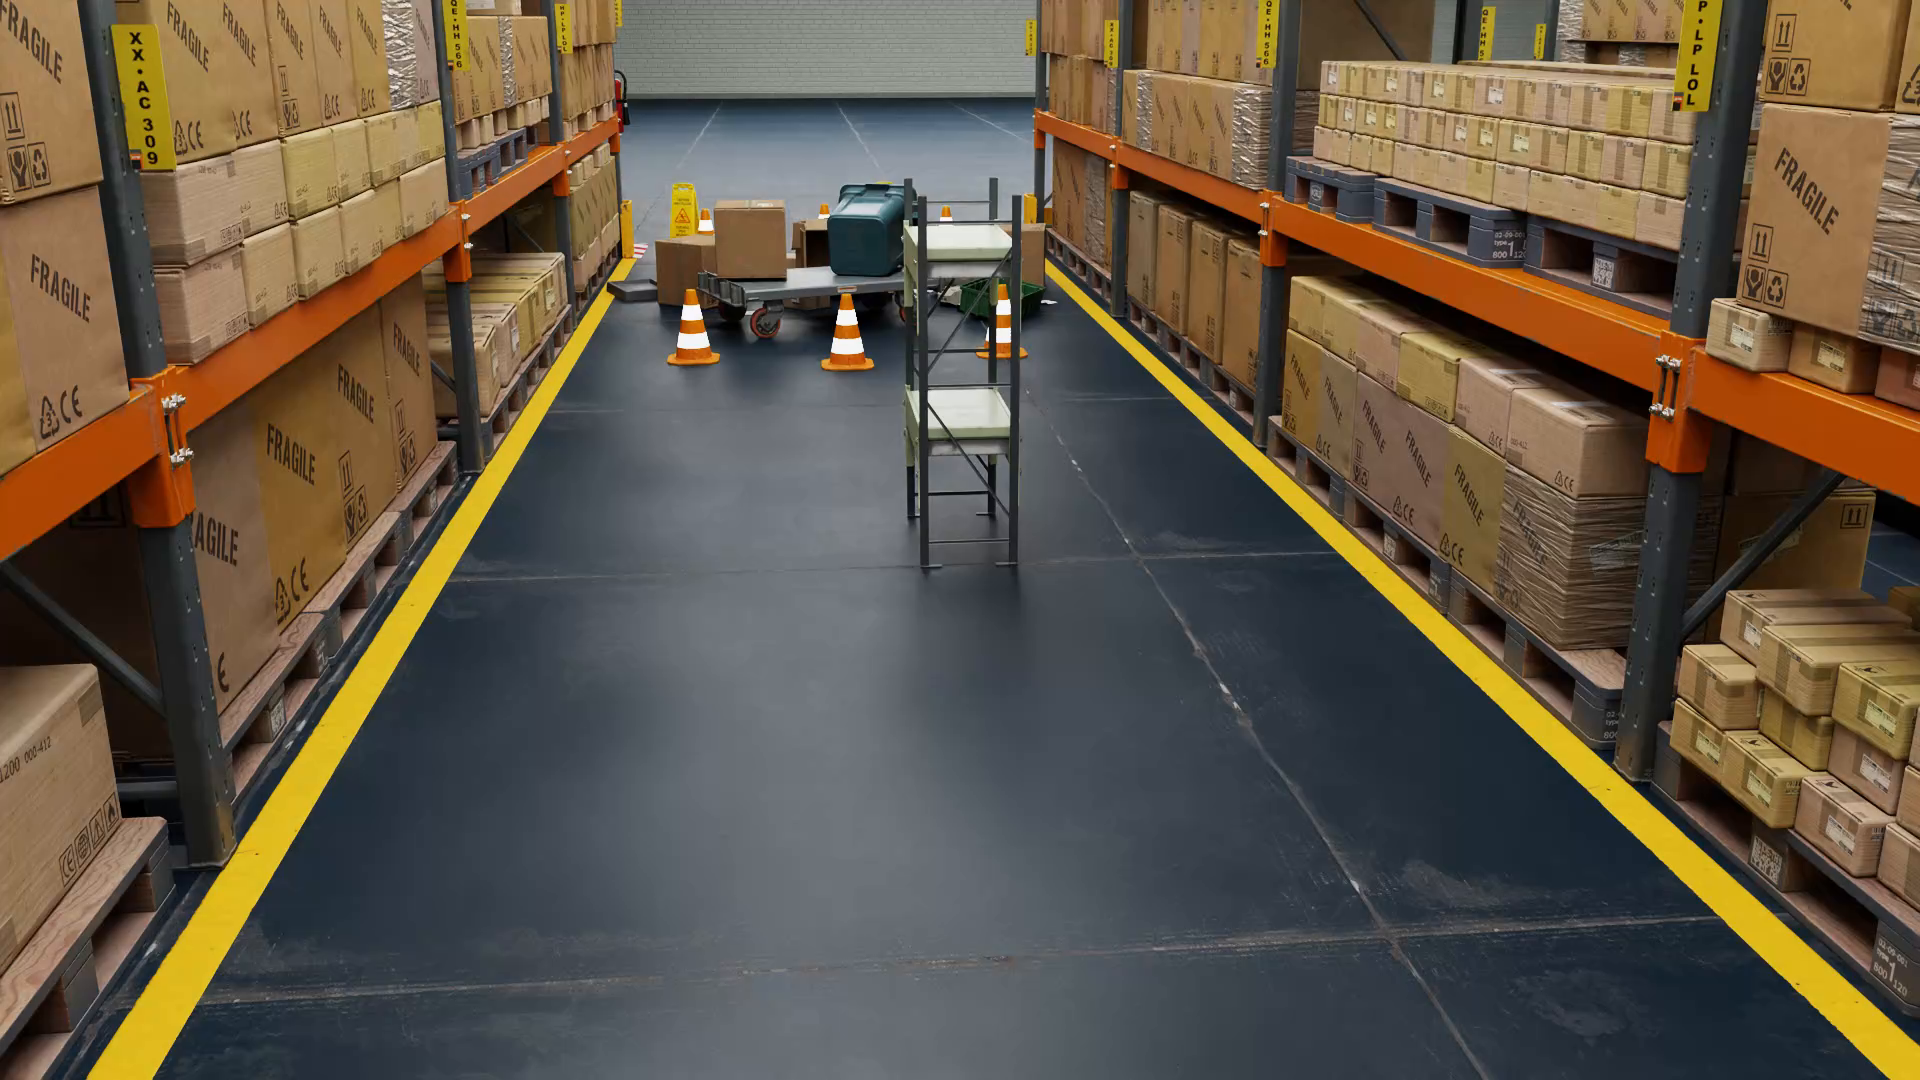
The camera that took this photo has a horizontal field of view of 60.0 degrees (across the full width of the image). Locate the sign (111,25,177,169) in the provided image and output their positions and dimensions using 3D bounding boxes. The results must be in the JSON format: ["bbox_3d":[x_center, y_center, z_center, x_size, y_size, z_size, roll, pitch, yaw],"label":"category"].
[{"bbox_3d":[-1.898,-1.029,3.870,0.100,0.325,0.005,-2,18,-6],"label":"sign"}]

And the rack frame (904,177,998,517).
[{"bbox_3d":[-0.038,-0.827,7.306,0.400,1.500,0.023,-2,18,-6],"label":"rack frame"}]

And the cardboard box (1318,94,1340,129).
[{"bbox_3d":[1.901,-2.008,7.787,0.380,0.149,0.250,-1,17,-3],"label":"cardboard box"}]

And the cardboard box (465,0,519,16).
[{"bbox_3d":[-2.867,-3.227,10.002,0.380,0.149,0.250,-3,18,-8],"label":"cardboard box"}]

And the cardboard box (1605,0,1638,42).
[{"bbox_3d":[6.053,-4.639,14.611,0.500,0.500,0.500,-2,18,-6],"label":"cardboard box"}]

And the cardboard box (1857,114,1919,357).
[{"bbox_3d":[2.322,-0.631,3.516,0.500,0.500,0.500,-2,18,-6],"label":"cardboard box"}]

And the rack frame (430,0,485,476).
[{"bbox_3d":[-2.863,-1.753,7.752,1.000,3.000,0.127,-2,18,-6],"label":"rack frame"}]

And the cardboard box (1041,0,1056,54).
[{"bbox_3d":[1.225,-4.794,15.387,0.875,0.550,0.550,-2,18,-6],"label":"cardboard box"}]

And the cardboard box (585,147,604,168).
[{"bbox_3d":[-3.193,-3.200,13.918,0.380,0.149,0.250,-1,17,-3],"label":"cardboard box"}]

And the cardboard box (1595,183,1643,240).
[{"bbox_3d":[2.198,-1.014,5.118,0.380,0.149,0.250,-2,18,-5],"label":"cardboard box"}]

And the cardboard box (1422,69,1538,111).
[{"bbox_3d":[2.043,-1.765,6.516,0.380,0.149,0.250,-1,17,-4],"label":"cardboard box"}]

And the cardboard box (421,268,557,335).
[{"bbox_3d":[-3.141,-1.521,10.699,0.950,0.372,0.625,-1,17,-2],"label":"cardboard box"}]

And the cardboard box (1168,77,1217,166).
[{"bbox_3d":[1.578,-2.559,10.155,0.500,0.500,0.500,-2,17,-5],"label":"cardboard box"}]

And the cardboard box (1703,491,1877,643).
[{"bbox_3d":[2.651,0.020,5.578,0.500,0.500,0.500,-1,17,-3],"label":"cardboard box"}]

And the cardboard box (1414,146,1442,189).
[{"bbox_3d":[2.035,-1.482,6.607,0.380,0.149,0.250,-2,17,-5],"label":"cardboard box"}]

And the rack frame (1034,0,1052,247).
[{"bbox_3d":[1.225,-4.319,15.927,1.000,3.000,0.127,-2,18,-6],"label":"rack frame"}]

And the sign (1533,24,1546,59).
[{"bbox_3d":[5.630,-4.839,16.136,0.100,0.325,0.005,-2,18,-6],"label":"sign"}]

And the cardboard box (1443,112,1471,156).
[{"bbox_3d":[2.067,-1.544,6.309,0.380,0.149,0.250,-1,17,-4],"label":"cardboard box"}]

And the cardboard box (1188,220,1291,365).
[{"bbox_3d":[1.984,-1.507,10.025,1.050,0.750,0.750,-2,17,-5],"label":"cardboard box"}]

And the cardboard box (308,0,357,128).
[{"bbox_3d":[-2.398,-1.680,5.683,0.500,0.500,0.500,-2,18,-7],"label":"cardboard box"}]

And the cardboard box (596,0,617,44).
[{"bbox_3d":[-3.218,-4.358,13.716,0.700,0.500,0.500,-2,18,-6],"label":"cardboard box"}]

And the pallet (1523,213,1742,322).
[{"bbox_3d":[2.529,-0.885,5.307,1.003,0.211,1.213,-2,18,-6],"label":"pallet"}]

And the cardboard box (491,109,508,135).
[{"bbox_3d":[-2.830,-2.419,9.592,0.380,0.149,0.250,-1,17,-4],"label":"cardboard box"}]

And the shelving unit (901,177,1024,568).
[{"bbox_3d":[-0.001,-0.718,6.959,0.431,1.500,0.755,-2,18,-6],"label":"shelving unit"}]

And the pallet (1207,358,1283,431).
[{"bbox_3d":[2.044,-0.842,9.508,1.003,0.211,1.213,-2,18,-6],"label":"pallet"}]

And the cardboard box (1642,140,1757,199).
[{"bbox_3d":[2.226,-1.079,4.827,0.380,0.149,0.250,-1,17,-4],"label":"cardboard box"}]

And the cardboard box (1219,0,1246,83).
[{"bbox_3d":[1.905,-2.898,9.564,0.700,0.500,0.500,-2,18,-6],"label":"cardboard box"}]

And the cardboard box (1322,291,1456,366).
[{"bbox_3d":[1.933,-0.937,7.375,0.500,0.250,0.500,-2,18,-6],"label":"cardboard box"}]

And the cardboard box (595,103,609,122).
[{"bbox_3d":[-3.238,-3.687,14.331,0.380,0.149,0.250,-1,17,-5],"label":"cardboard box"}]

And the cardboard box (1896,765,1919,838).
[{"bbox_3d":[2.383,0.616,3.767,0.380,0.149,0.250,-3,18,-8],"label":"cardboard box"}]

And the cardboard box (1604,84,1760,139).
[{"bbox_3d":[2.199,-1.302,5.041,0.380,0.149,0.250,-2,18,-7],"label":"cardboard box"}]

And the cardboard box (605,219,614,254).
[{"bbox_3d":[-3.291,-2.638,14.460,0.500,0.250,0.500,-2,18,-5],"label":"cardboard box"}]

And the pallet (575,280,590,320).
[{"bbox_3d":[-3.380,-1.813,12.599,1.003,0.211,1.213,-2,18,-6],"label":"pallet"}]

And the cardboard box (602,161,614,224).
[{"bbox_3d":[-3.289,-2.996,14.351,0.500,0.500,0.500,-1,17,-4],"label":"cardboard box"}]

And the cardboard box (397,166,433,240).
[{"bbox_3d":[-2.484,-1.387,6.837,0.500,0.250,0.500,-1,17,-5],"label":"cardboard box"}]

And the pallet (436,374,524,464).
[{"bbox_3d":[-2.942,-0.655,8.911,1.003,0.211,1.213,-2,18,-6],"label":"pallet"}]

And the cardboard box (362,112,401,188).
[{"bbox_3d":[-2.430,-1.479,6.295,0.500,0.250,0.500,-2,18,-7],"label":"cardboard box"}]

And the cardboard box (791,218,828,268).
[{"bbox_3d":[-0.988,-2.500,14.300,0.637,0.503,0.797,16,24,42],"label":"cardboard box"}]

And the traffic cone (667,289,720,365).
[{"bbox_3d":[-1.755,-1.408,10.889,0.336,0.463,0.334,-2,18,-6],"label":"traffic cone"}]

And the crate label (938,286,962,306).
[{"bbox_3d":[-0.025,-1.911,13.037,0.250,0.136,0.298,16,24,42],"label":"crate label"}]

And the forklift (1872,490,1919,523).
[{"bbox_3d":[4.649,-1.542,7.196,1.130,2.935,3.031,-2,18,-5],"label":"forklift"}]

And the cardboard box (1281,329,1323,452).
[{"bbox_3d":[1.870,-0.725,7.950,0.500,0.500,0.500,-3,18,-8],"label":"cardboard box"}]

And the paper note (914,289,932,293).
[{"bbox_3d":[-0.322,-2.055,13.685,0.172,0.023,0.155,4,18,13],"label":"paper note"}]

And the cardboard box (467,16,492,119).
[{"bbox_3d":[-2.740,-2.439,8.573,0.500,0.500,0.500,-1,17,-3],"label":"cardboard box"}]

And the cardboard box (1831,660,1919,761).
[{"bbox_3d":[2.337,0.399,3.964,0.380,0.149,0.250,-2,18,-6],"label":"cardboard box"}]

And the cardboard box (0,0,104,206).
[{"bbox_3d":[-2.127,-0.954,3.371,0.500,0.500,0.500,-2,18,-6],"label":"cardboard box"}]

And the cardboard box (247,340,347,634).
[{"bbox_3d":[-2.695,-0.199,5.648,0.875,0.875,0.875,-1,17,-4],"label":"cardboard box"}]

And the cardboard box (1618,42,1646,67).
[{"bbox_3d":[6.378,-4.172,14.793,0.875,0.500,0.500,-2,18,-6],"label":"cardboard box"}]

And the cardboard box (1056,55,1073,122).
[{"bbox_3d":[1.320,-3.948,14.493,0.875,0.550,0.550,-2,18,-6],"label":"cardboard box"}]

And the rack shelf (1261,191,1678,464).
[{"bbox_3d":[2.257,-0.997,6.545,1.077,0.370,4.000,-2,18,-6],"label":"rack shelf"}]

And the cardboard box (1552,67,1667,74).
[{"bbox_3d":[2.658,-1.864,6.831,0.380,0.149,0.250,-2,18,-6],"label":"cardboard box"}]

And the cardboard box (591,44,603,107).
[{"bbox_3d":[-3.263,-3.874,13.846,0.500,0.500,0.500,-2,18,-6],"label":"cardboard box"}]
